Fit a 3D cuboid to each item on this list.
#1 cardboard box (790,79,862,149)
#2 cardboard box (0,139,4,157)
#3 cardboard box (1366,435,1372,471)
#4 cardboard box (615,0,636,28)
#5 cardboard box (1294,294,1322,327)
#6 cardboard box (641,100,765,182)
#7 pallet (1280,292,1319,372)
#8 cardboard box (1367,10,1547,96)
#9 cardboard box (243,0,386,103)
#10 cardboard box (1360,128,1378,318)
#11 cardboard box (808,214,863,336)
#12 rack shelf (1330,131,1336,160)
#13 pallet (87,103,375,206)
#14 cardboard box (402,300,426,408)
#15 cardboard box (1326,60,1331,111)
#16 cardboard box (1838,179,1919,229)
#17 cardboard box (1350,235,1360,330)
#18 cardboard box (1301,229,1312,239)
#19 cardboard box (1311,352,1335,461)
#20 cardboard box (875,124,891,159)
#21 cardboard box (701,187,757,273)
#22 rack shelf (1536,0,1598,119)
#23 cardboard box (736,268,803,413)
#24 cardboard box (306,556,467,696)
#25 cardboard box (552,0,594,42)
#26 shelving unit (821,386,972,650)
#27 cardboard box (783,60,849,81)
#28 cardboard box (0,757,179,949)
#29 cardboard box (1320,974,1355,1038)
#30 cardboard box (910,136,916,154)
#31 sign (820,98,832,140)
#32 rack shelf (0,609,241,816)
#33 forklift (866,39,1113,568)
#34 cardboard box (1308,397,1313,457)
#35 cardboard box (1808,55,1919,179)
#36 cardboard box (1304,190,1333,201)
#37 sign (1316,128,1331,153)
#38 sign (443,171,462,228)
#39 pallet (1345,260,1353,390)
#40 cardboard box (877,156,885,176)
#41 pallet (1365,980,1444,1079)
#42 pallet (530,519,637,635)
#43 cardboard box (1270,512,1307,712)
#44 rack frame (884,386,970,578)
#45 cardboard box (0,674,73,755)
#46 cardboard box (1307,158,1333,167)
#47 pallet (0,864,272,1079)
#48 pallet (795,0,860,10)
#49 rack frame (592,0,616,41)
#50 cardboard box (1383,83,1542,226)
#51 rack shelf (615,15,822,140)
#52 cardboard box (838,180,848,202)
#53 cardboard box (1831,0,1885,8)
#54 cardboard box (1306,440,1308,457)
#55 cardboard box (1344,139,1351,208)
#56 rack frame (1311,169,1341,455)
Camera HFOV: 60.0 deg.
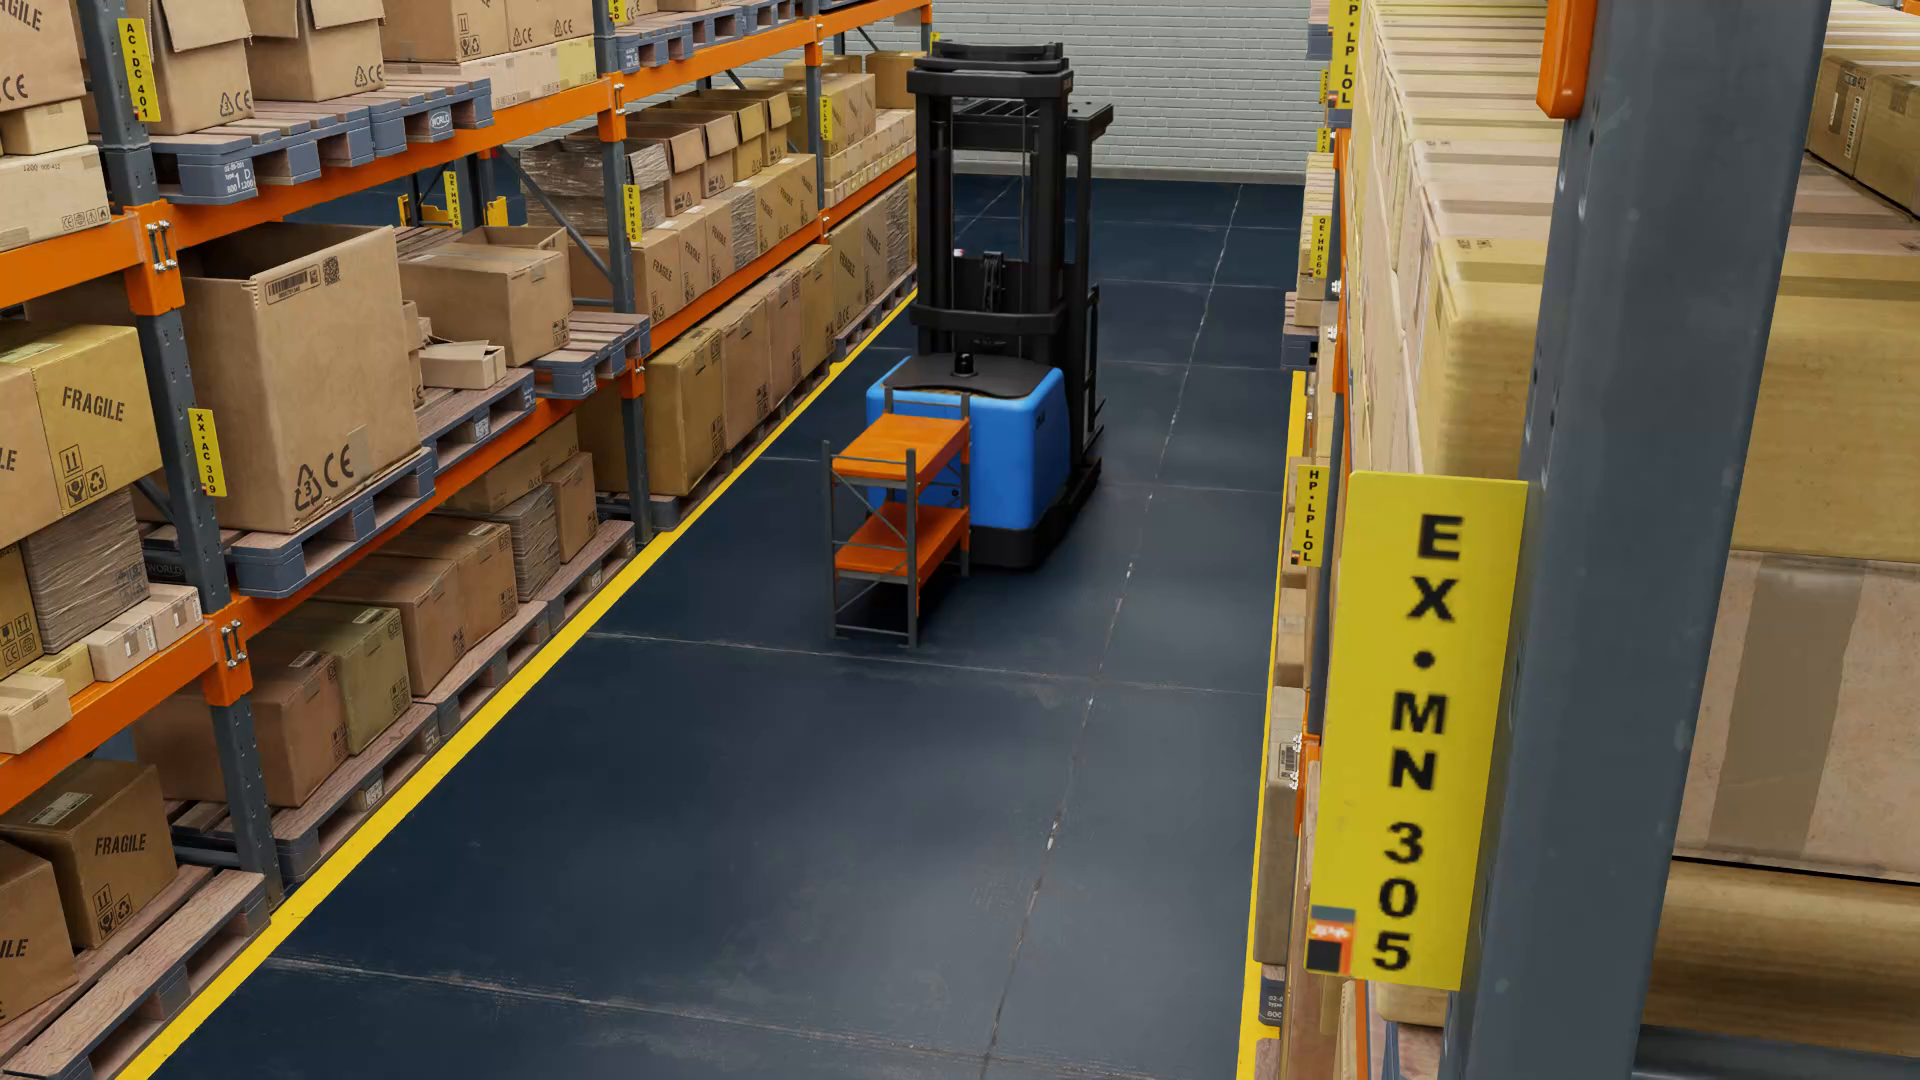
[{"bbox_3d":[-1.142,-3.626,14.141,0.500,0.500,0.500,4,22,11],"label":"cardboard box"},{"bbox_3d":[-3.158,-1.224,5.029,0.380,0.149,0.250,5,22,12],"label":"cardboard box"},{"bbox_3d":[0.681,-0.013,1.996,0.380,0.149,0.250,5,22,11],"label":"cardboard box"},{"bbox_3d":[-2.360,-3.274,9.753,0.797,0.503,0.637,6,23,14],"label":"cardboard box"},{"bbox_3d":[2.072,-1.290,9.317,0.380,0.149,0.250,5,22,12],"label":"cardboard box"},{"bbox_3d":[-1.872,-2.902,12.067,0.797,0.503,0.637,5,22,12],"label":"cardboard box"},{"bbox_3d":[2.462,-1.176,9.516,1.213,0.211,1.003,4,22,11],"label":"pallet"},{"bbox_3d":[0.992,-0.940,3.229,0.380,0.149,0.250,5,22,11],"label":"cardboard box"},{"bbox_3d":[-2.846,-2.092,6.817,0.797,0.503,0.637,5,23,13],"label":"cardboard box"},{"bbox_3d":[0.924,-0.523,2.728,0.500,0.250,0.500,5,22,11],"label":"cardboard box"},{"bbox_3d":[-1.385,-2.319,14.379,0.875,0.875,0.875,4,22,11],"label":"cardboard box"},{"bbox_3d":[2.829,-2.786,10.203,1.077,0.370,4.000,4,22,11],"label":"rack shelf"},{"bbox_3d":[-3.000,-1.471,6.227,1.213,0.211,1.003,4,22,11],"label":"pallet"},{"bbox_3d":[-2.967,-0.833,7.705,0.797,0.503,0.637,7,23,16],"label":"cardboard box"},{"bbox_3d":[3.377,-3.867,14.068,0.500,0.500,0.500,4,22,9],"label":"cardboard box"},{"bbox_3d":[1.343,-0.299,2.173,0.500,0.250,0.500,4,22,10],"label":"cardboard box"},{"bbox_3d":[0.940,-0.477,3.147,0.380,0.149,0.250,4,22,11],"label":"cardboard box"},{"bbox_3d":[2.126,-1.657,9.430,0.380,0.149,0.250,4,22,10],"label":"cardboard box"},{"bbox_3d":[1.861,-0.529,7.518,0.500,0.500,0.500,4,22,11],"label":"cardboard box"},{"bbox_3d":[-0.931,-3.646,15.194,0.500,0.250,0.500,4,22,11],"label":"cardboard box"},{"bbox_3d":[-1.740,-2.174,11.603,0.500,0.500,0.500,5,22,11],"label":"cardboard box"},{"bbox_3d":[1.197,-1.066,2.453,1.077,0.370,4.000,4,22,11],"label":"rack shelf"},{"bbox_3d":[-1.890,-1.521,12.398,1.225,0.875,0.875,4,22,9],"label":"cardboard box"},{"bbox_3d":[-2.854,0.406,8.087,0.700,0.500,0.500,3,22,6],"label":"cardboard box"},{"bbox_3d":[-2.267,-2.888,8.691,0.500,0.500,0.500,5,22,12],"label":"cardboard box"},{"bbox_3d":[-0.330,-0.147,9.213,0.538,1.125,1.048,6,23,15],"label":"shelving unit"},{"bbox_3d":[-1.346,-4.226,15.630,0.500,0.500,0.500,4,22,9],"label":"cardboard box"},{"bbox_3d":[-3.351,1.159,6.244,0.500,0.500,0.500,4,22,9],"label":"cardboard box"},{"bbox_3d":[1.152,0.619,3.154,0.875,0.550,0.500,4,22,11],"label":"cardboard box"},{"bbox_3d":[-0.636,-3.878,16.304,0.380,0.149,0.250,5,22,11],"label":"cardboard box"},{"bbox_3d":[-1.065,-3.337,13.181,0.100,0.325,0.005,4,22,11],"label":"sign"},{"bbox_3d":[-3.638,1.116,4.530,1.077,0.370,4.000,4,22,11],"label":"rack shelf"},{"bbox_3d":[0.335,-1.717,10.692,1.130,2.935,3.031,6,23,15],"label":"forklift"},{"bbox_3d":[2.304,-0.650,9.732,0.500,0.250,0.500,4,22,10],"label":"cardboard box"},{"bbox_3d":[1.481,-0.613,2.418,0.380,0.149,0.250,5,22,12],"label":"cardboard box"},{"bbox_3d":[2.392,-2.133,10.612,0.380,0.149,0.250,5,23,13],"label":"cardboard box"},{"bbox_3d":[2.704,-2.900,12.380,0.100,0.325,0.005,4,22,11],"label":"sign"},{"bbox_3d":[-2.958,-1.990,9.730,0.100,0.325,0.005,4,22,11],"label":"sign"},{"bbox_3d":[1.428,-0.586,3.896,1.003,0.211,1.213,4,22,11],"label":"pallet"},{"bbox_3d":[-0.895,-3.411,15.145,0.380,0.149,0.250,4,22,9],"label":"cardboard box"},{"bbox_3d":[0.930,0.307,1.680,1.003,0.211,1.213,4,22,11],"label":"pallet"},{"bbox_3d":[-2.575,0.167,9.655,1.003,0.211,1.213,4,22,11],"label":"pallet"},{"bbox_3d":[2.034,0.388,7.825,1.050,0.750,0.750,5,22,12],"label":"cardboard box"},{"bbox_3d":[-0.188,-0.329,9.666,0.500,1.125,0.032,6,23,15],"label":"rack frame"},{"bbox_3d":[-3.098,0.546,5.319,0.380,0.149,0.250,4,22,11],"label":"cardboard box"},{"bbox_3d":[2.656,-2.602,11.778,0.380,0.149,0.250,5,22,12],"label":"cardboard box"},{"bbox_3d":[-3.333,1.593,6.116,1.003,0.211,1.213,4,22,11],"label":"pallet"},{"bbox_3d":[-1.421,-4.523,13.673,1.003,0.211,1.213,4,22,11],"label":"pallet"},{"bbox_3d":[-2.414,-4.195,8.723,1.000,3.000,0.127,4,22,11],"label":"rack frame"},{"bbox_3d":[0.733,-0.477,2.080,0.380,0.149,0.250,5,22,11],"label":"cardboard box"},{"bbox_3d":[-2.006,-3.201,11.234,1.077,0.370,4.000,4,22,11],"label":"rack shelf"},{"bbox_3d":[-1.158,-2.937,13.967,0.380,0.149,0.250,4,22,9],"label":"cardboard box"},{"bbox_3d":[1.739,-1.078,3.572,0.380,0.149,0.250,4,22,11],"label":"cardboard box"},{"bbox_3d":[2.409,-0.482,10.320,0.500,0.500,0.500,5,23,13],"label":"cardboard box"},{"bbox_3d":[1.198,-0.943,4.304,0.380,0.149,0.250,4,22,10],"label":"cardboard box"},{"bbox_3d":[2.421,-0.997,8.813,1.000,3.000,0.127,4,22,11],"label":"rack frame"}]
